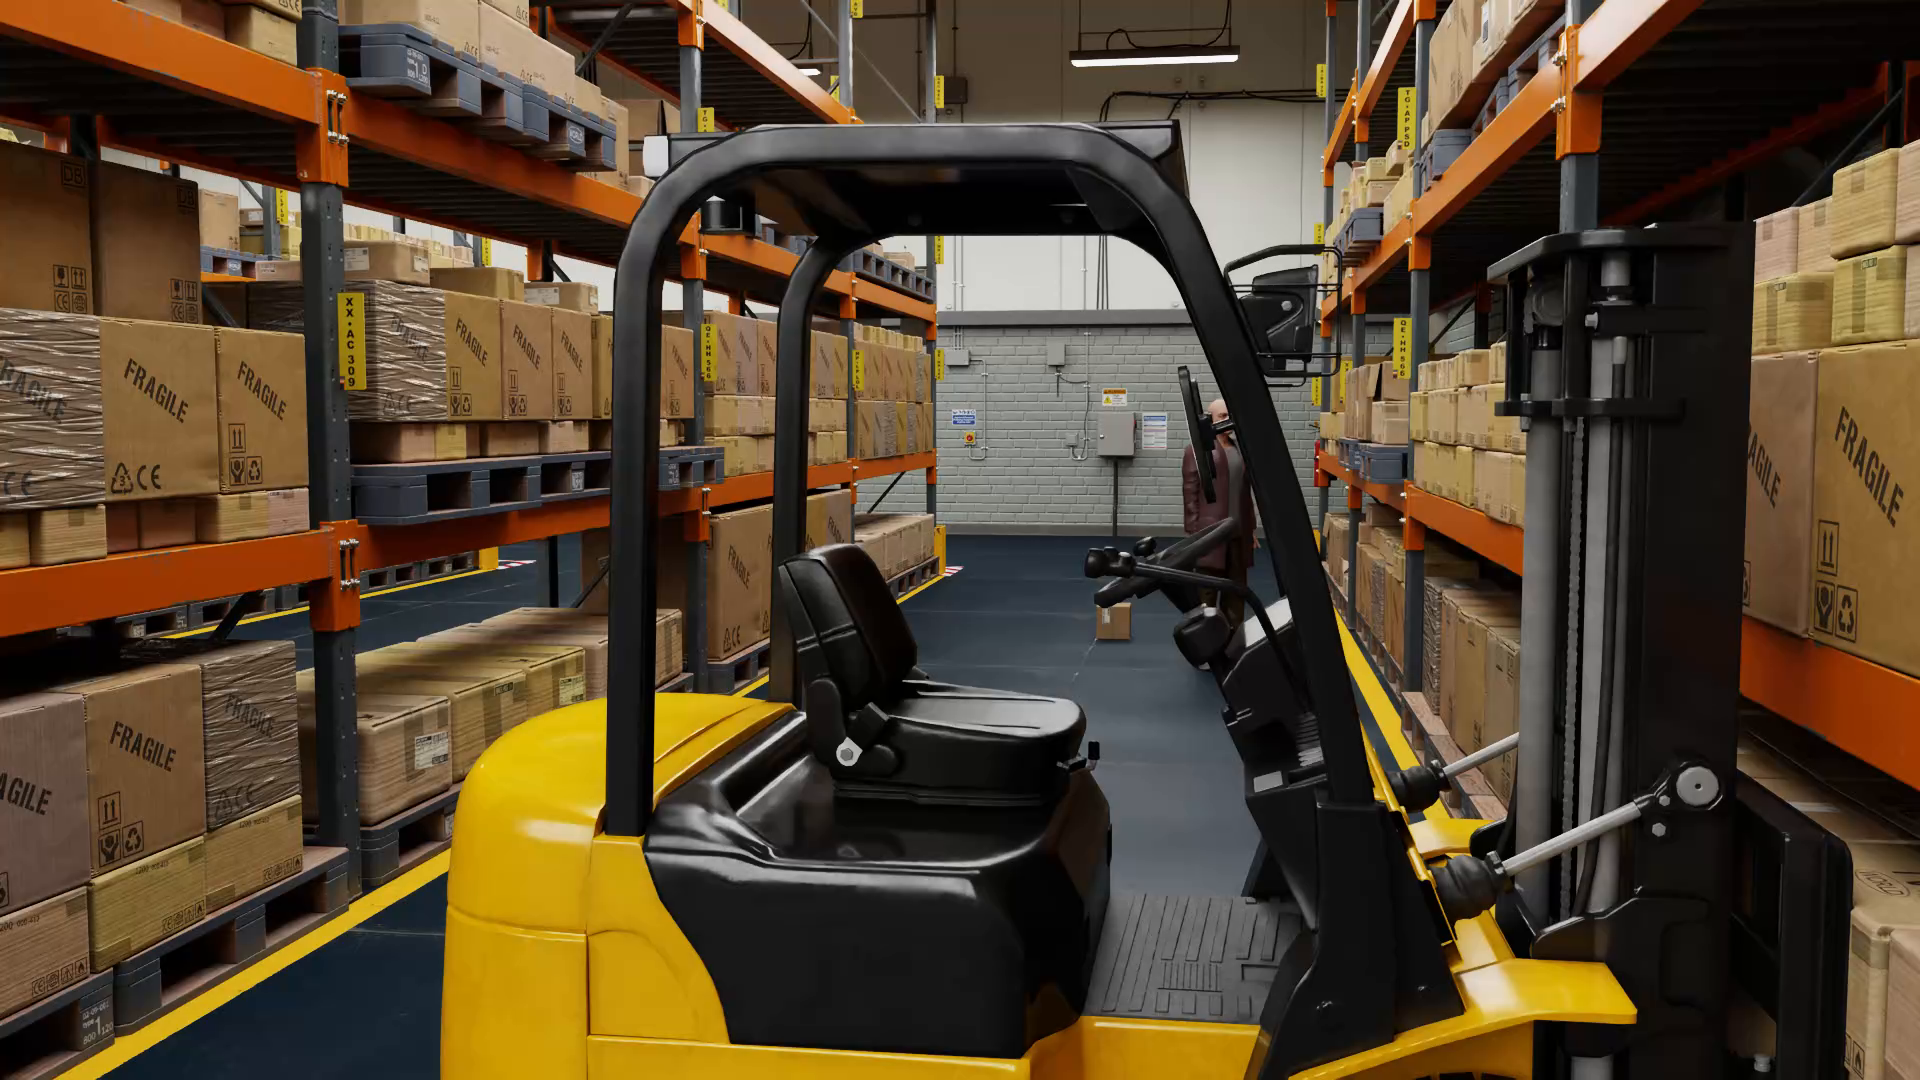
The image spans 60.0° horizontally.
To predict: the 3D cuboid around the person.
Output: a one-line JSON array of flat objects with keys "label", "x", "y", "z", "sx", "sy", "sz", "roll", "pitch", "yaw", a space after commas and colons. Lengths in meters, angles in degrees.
[{"label": "person", "x": 1.768, "y": -0.041, "z": 11.073, "sx": 0.553, "sy": 1.781, "sz": 0.396, "roll": -2, "pitch": 5, "yaw": -27}]
